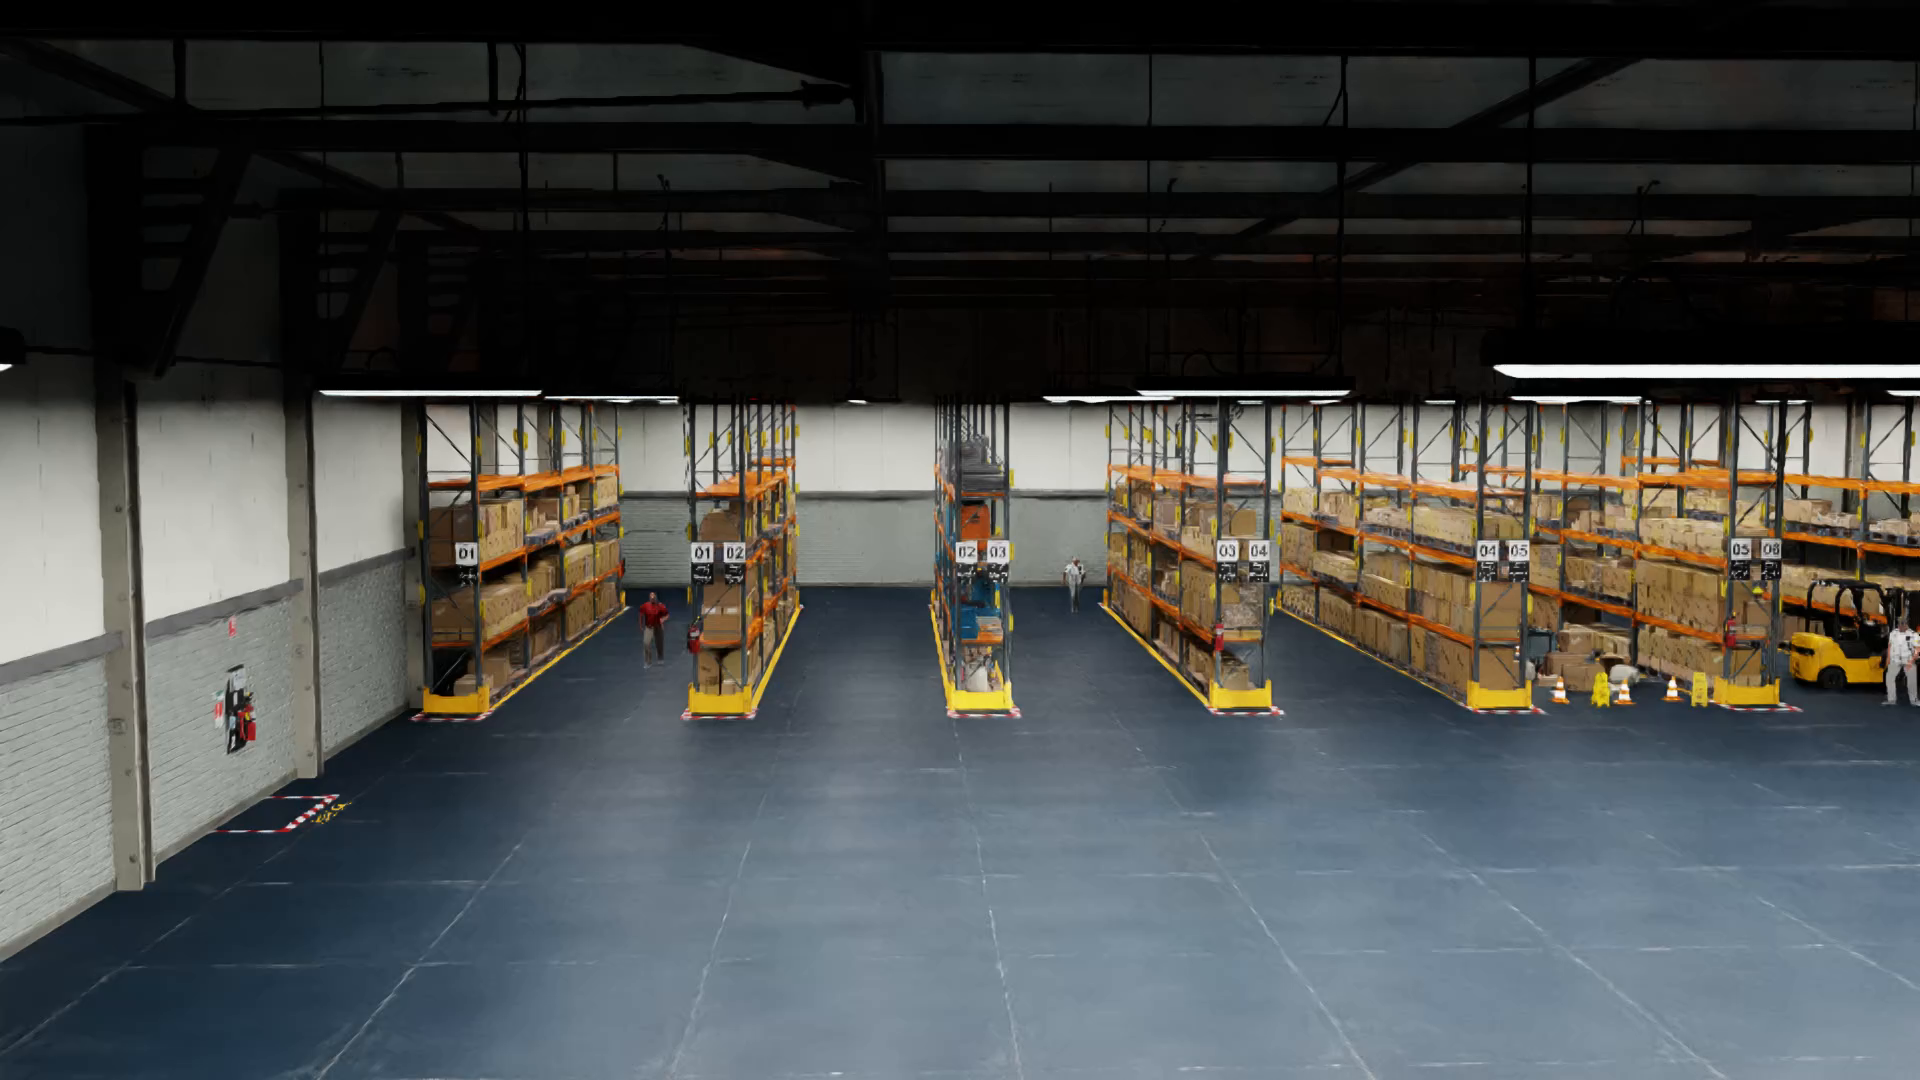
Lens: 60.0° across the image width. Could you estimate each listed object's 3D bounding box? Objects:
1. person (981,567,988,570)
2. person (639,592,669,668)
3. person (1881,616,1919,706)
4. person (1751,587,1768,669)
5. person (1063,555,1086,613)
[{"bbox_3d":[0.765,0.778,51.478,0.688,1.658,0.592,-4,6,-38],"label":"person"},{"bbox_3d":[-6.753,1.956,36.689,0.690,1.662,0.869,-1,5,-6],"label":"person"},{"bbox_3d":[18.116,2.317,31.840,0.738,1.726,0.564,4,6,39],"label":"person"},{"bbox_3d":[17.439,1.907,36.448,0.540,1.766,0.640,2,5,28],"label":"person"},{"bbox_3d":[3.222,1.196,46.467,0.599,1.615,0.853,-1,5,-7],"label":"person"}]
